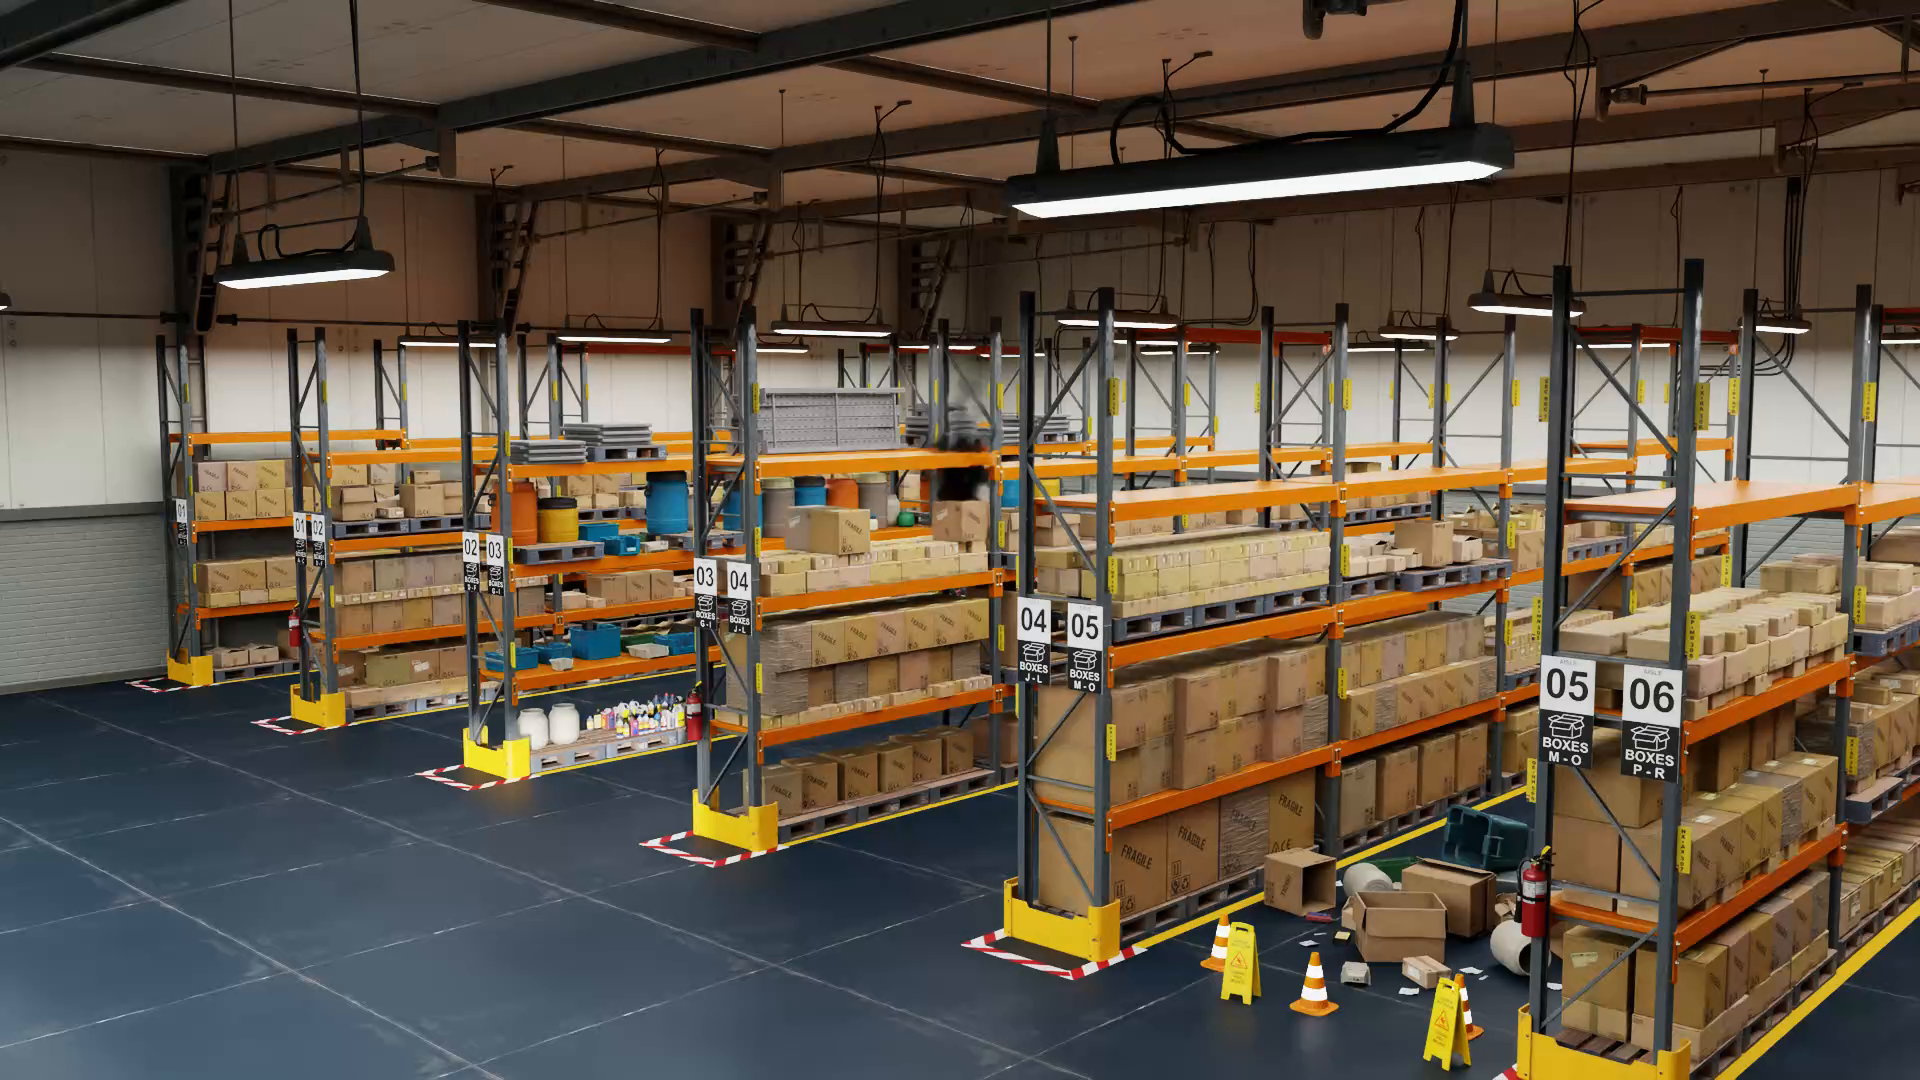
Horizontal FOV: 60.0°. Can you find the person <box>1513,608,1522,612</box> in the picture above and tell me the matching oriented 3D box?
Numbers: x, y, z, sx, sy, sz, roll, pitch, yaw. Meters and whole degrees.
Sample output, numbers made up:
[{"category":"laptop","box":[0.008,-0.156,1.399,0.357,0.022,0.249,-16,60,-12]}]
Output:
[{"category":"person","box":[8.868,1.899,26.325,0.821,1.644,0.587,-5,7,-43]}]

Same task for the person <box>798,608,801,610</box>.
[{"category":"person","box":[-2.814,1.751,27.976,0.527,1.560,0.552,5,7,40]}]
